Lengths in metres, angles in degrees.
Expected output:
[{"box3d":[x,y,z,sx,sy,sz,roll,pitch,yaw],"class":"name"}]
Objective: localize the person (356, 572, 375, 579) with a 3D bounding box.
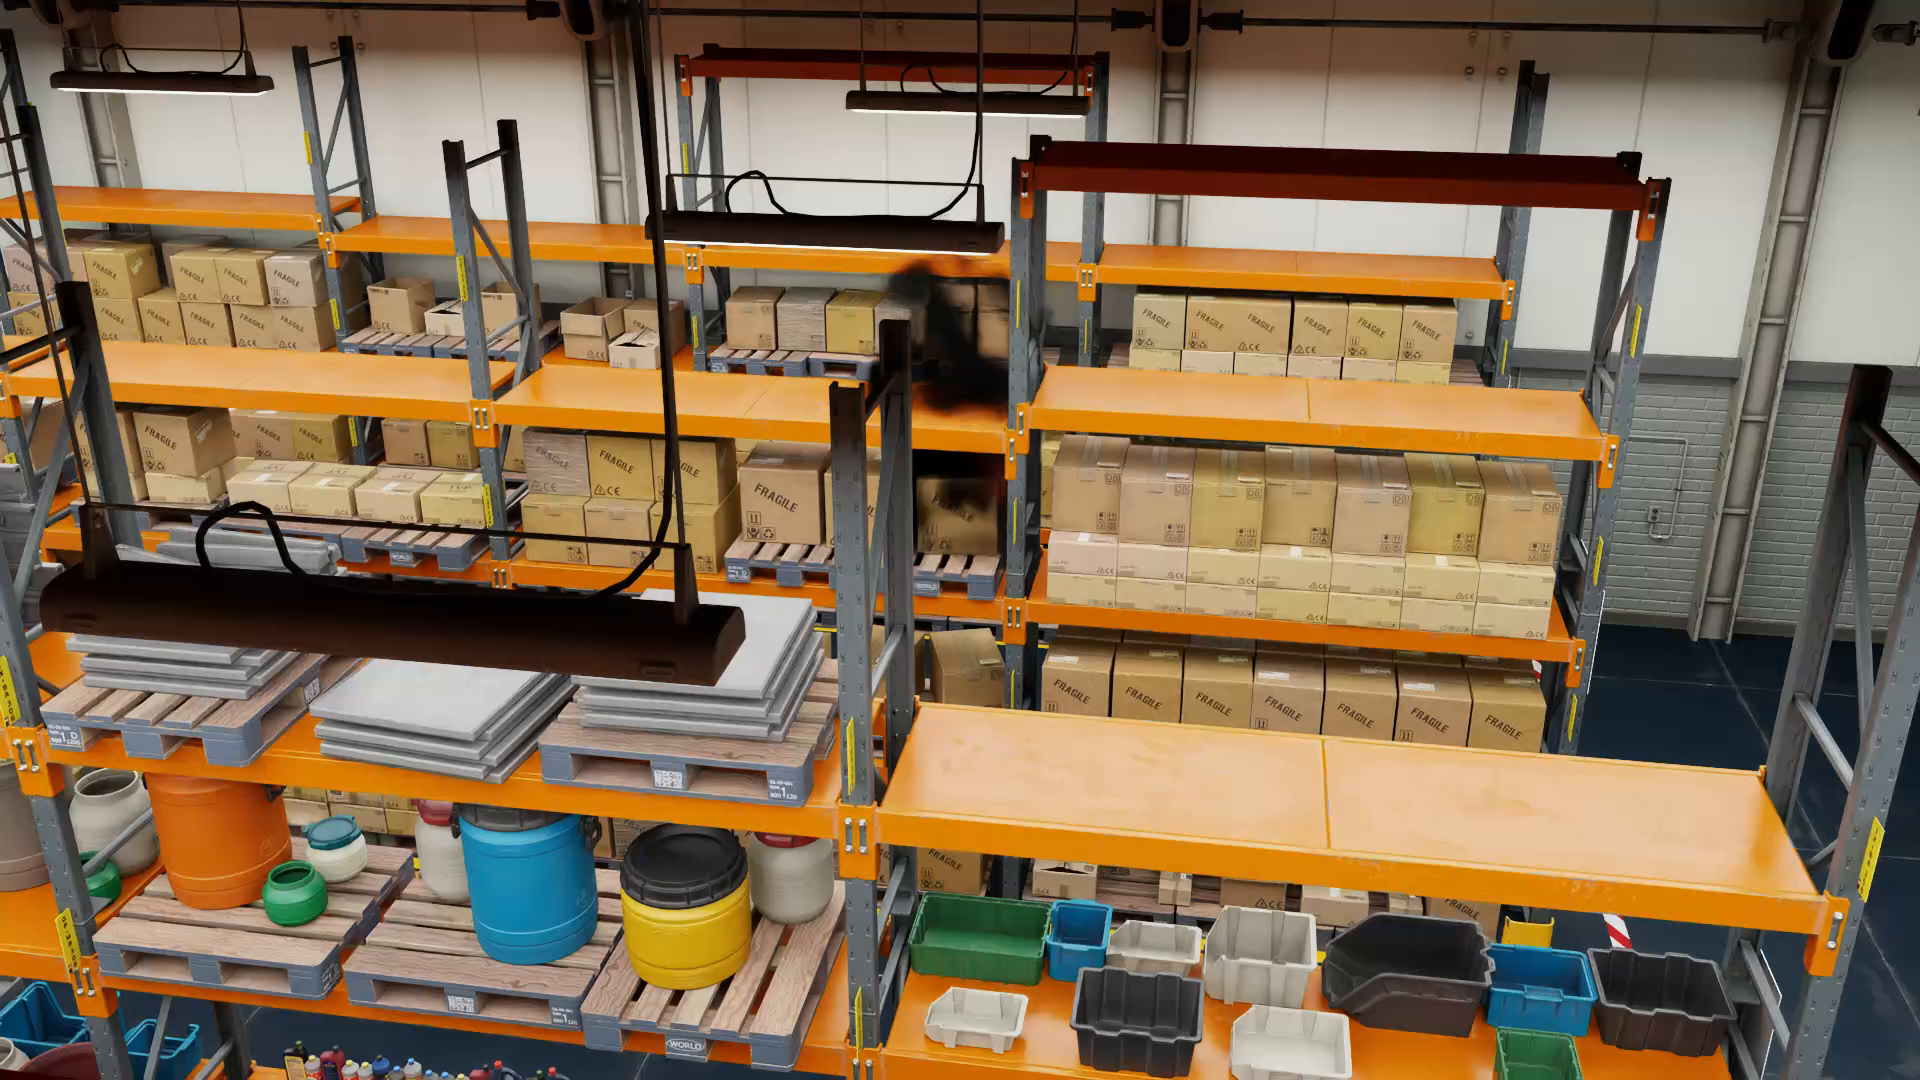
[{"box3d":[-5.581,1.055,15.844,0.515,1.616,0.605,5,24,12],"class":"person"}]
